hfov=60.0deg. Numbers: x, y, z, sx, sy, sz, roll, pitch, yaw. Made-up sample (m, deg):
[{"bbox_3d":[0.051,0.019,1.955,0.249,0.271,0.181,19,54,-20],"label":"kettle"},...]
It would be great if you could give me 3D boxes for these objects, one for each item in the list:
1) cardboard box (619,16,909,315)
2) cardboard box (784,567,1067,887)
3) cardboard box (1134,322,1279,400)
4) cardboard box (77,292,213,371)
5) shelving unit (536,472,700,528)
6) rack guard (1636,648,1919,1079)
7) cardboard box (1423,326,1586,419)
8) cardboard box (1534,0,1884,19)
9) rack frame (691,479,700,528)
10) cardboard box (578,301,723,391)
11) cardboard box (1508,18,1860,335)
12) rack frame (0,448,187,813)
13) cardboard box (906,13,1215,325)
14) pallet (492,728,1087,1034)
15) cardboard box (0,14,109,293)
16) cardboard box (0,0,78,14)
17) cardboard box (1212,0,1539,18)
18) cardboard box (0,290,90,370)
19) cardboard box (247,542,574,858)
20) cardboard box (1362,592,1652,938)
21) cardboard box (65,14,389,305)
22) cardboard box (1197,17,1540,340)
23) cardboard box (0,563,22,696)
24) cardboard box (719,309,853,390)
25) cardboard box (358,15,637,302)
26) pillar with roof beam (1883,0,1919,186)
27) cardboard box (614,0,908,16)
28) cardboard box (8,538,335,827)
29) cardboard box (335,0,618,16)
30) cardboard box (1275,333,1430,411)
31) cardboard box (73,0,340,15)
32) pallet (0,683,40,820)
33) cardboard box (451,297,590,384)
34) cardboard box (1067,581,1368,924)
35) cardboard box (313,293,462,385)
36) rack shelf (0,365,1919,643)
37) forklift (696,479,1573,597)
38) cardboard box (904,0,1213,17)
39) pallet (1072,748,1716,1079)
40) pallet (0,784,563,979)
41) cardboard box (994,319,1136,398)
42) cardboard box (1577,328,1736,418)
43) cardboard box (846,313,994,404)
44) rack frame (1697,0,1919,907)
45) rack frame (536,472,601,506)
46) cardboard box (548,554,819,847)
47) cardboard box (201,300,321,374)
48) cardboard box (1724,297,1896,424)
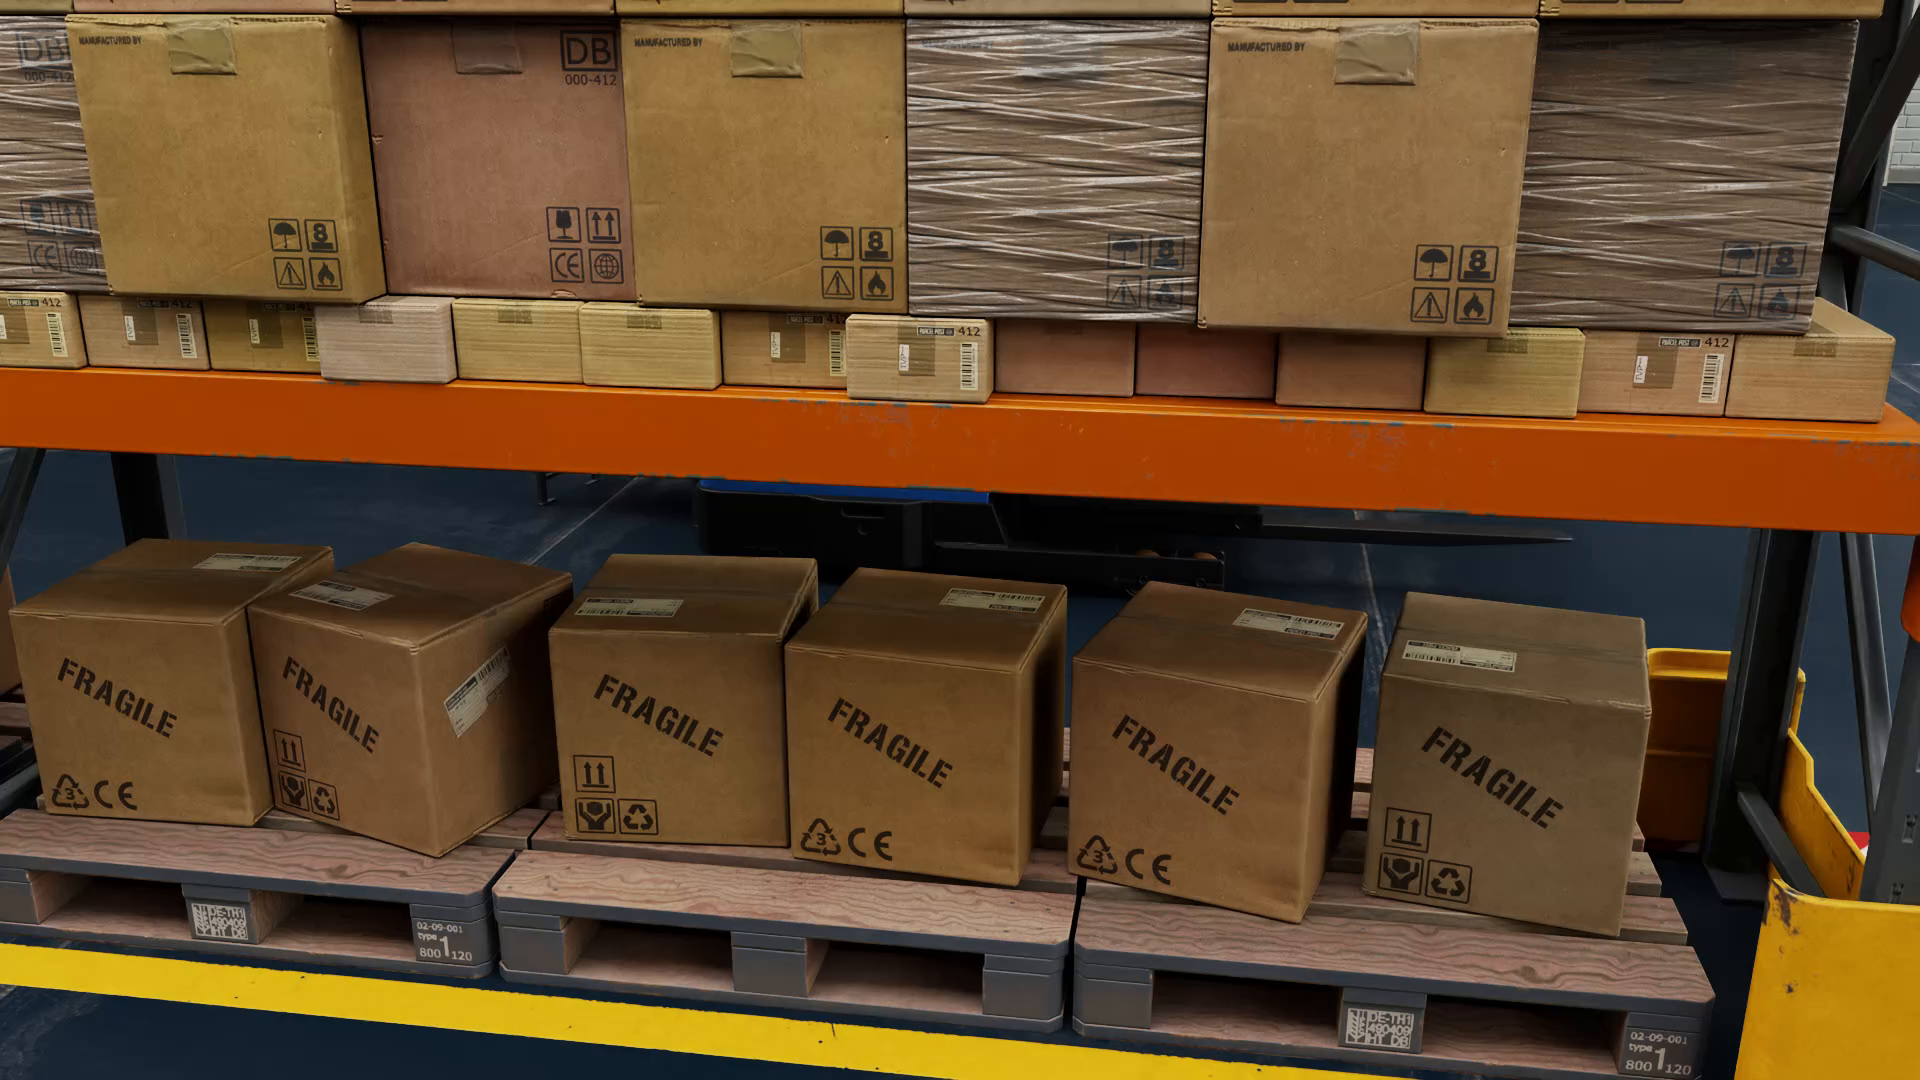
[{"bbox_3d":[-0.266,-0.778,3.276,0.500,0.500,0.875,3,19,9],"label":"cardboard box"},{"bbox_3d":[-0.060,0.394,3.675,0.500,0.500,0.500,5,19,14],"label":"cardboard box"},{"bbox_3d":[0.464,-0.381,3.111,0.250,0.149,0.380,3,19,9],"label":"cardboard box"},{"bbox_3d":[-1.525,-0.455,3.332,0.250,0.149,0.380,3,19,9],"label":"cardboard box"},{"bbox_3d":[-1.279,-0.861,6.514,0.755,1.500,0.431,8,20,22],"label":"shelving unit"},{"bbox_3d":[1.689,0.683,3.474,0.348,0.500,1.175,3,19,9],"label":"rack guard"},{"bbox_3d":[0.948,-0.338,2.983,0.250,0.149,0.380,3,19,9],"label":"cardboard box"},{"bbox_3d":[1.182,-1.111,2.695,0.500,0.500,0.500,3,19,9],"label":"cardboard box"},{"bbox_3d":[-0.943,-0.815,6.376,0.023,1.500,0.400,8,20,22],"label":"rack frame"},{"bbox_3d":[-0.537,-0.404,3.180,0.250,0.149,0.380,3,19,9],"label":"cardboard box"},{"bbox_3d":[1.226,-0.723,3.111,0.500,0.500,0.875,3,19,9],"label":"cardboard box"},{"bbox_3d":[-2.185,-0.700,3.667,0.127,3.000,1.000,3,19,9],"label":"rack frame"},{"bbox_3d":[0.226,-0.750,3.189,0.500,0.500,0.875,3,19,9],"label":"cardboard box"},{"bbox_3d":[-0.308,0.706,3.860,1.213,0.211,1.003,3,19,9],"label":"pallet"},{"bbox_3d":[-1.751,-0.846,3.479,0.500,0.500,0.875,3,19,9],"label":"cardboard box"},{"bbox_3d":[-1.781,-1.260,3.140,0.500,0.500,0.500,3,19,9],"label":"cardboard box"},{"bbox_3d":[0.687,-1.135,2.765,0.500,0.500,0.500,3,19,9],"label":"cardboard box"},{"bbox_3d":[-1.776,-0.459,3.343,0.250,0.149,0.380,3,19,9],"label":"cardboard box"},{"bbox_3d":[-1.230,0.346,3.821,0.500,0.500,0.500,9,21,26],"label":"cardboard box"},{"bbox_3d":[1.150,0.451,3.505,0.500,0.500,0.500,7,20,19],"label":"cardboard box"},{"bbox_3d":[-1.263,-0.810,3.370,0.500,0.500,0.875,3,19,9],"label":"cardboard box"},{"bbox_3d":[0.713,-0.711,3.074,0.500,0.500,0.875,3,19,9],"label":"cardboard box"},{"bbox_3d":[-2.788,0.239,4.107,0.500,0.500,0.700,1,19,4],"label":"cardboard box"},{"bbox_3d":[-0.283,-0.406,3.185,0.250,0.149,0.380,3,19,9],"label":"cardboard box"},{"bbox_3d":[-0.753,-0.816,3.389,0.500,0.500,0.875,3,19,9],"label":"cardboard box"},{"bbox_3d":[8.816,-6.670,12.056,0.400,9.000,9.100,3,19,9],"label":"pillar with roof beam"},{"bbox_3d":[-0.298,-1.188,2.925,0.500,0.500,0.500,3,19,9],"label":"cardboard box"},{"bbox_3d":[-1.797,0.319,3.900,0.500,0.500,0.500,2,19,7],"label":"cardboard box"},{"bbox_3d":[-0.794,-1.210,2.990,0.500,0.500,0.500,3,19,9],"label":"cardboard box"},{"bbox_3d":[0.704,-0.356,3.035,0.250,0.149,0.380,3,19,9],"label":"cardboard box"},{"bbox_3d":[-1.287,-1.235,3.066,0.500,0.500,0.500,3,19,9],"label":"cardboard box"},{"bbox_3d":[-2.954,0.584,4.225,1.213,0.211,1.003,3,19,9],"label":"pallet"},{"bbox_3d":[-0.783,-0.420,3.228,0.250,0.149,0.380,3,19,9],"label":"cardboard box"},{"bbox_3d":[0.555,0.432,3.563,0.500,0.500,0.500,8,20,23],"label":"cardboard box"},{"bbox_3d":[-1.036,-0.420,3.227,0.250,0.149,0.380,3,19,9],"label":"cardboard box"},{"bbox_3d":[-0.210,-0.258,3.481,4.000,0.370,1.077,3,19,9],"label":"rack shelf"},{"bbox_3d":[0.622,-1.359,5.746,3.031,2.935,1.130,3,19,8],"label":"forklift"},{"bbox_3d":[0.194,-1.161,2.843,0.500,0.500,0.500,3,19,9],"label":"cardboard box"},{"bbox_3d":[0.893,0.768,3.675,1.213,0.211,1.003,3,19,9],"label":"pallet"},{"bbox_3d":[-1.516,0.645,4.042,1.213,0.211,1.003,3,19,9],"label":"pallet"},{"bbox_3d":[0.213,-0.387,3.128,0.250,0.149,0.380,3,19,9],"label":"cardboard box"},{"bbox_3d":[1.203,-0.342,2.993,0.250,0.149,0.380,3,19,9],"label":"cardboard box"},{"bbox_3d":[-0.048,-0.372,3.082,0.250,0.149,0.380,3,19,9],"label":"cardboard box"},{"bbox_3d":[1.764,-0.498,3.066,0.127,3.000,1.000,3,19,9],"label":"rack frame"},{"bbox_3d":[-1.615,-0.907,6.651,0.023,1.500,0.400,8,20,22],"label":"rack frame"},{"bbox_3d":[-0.604,0.352,3.801,0.500,0.500,0.500,1,19,4],"label":"cardboard box"},{"bbox_3d":[-1.276,-0.445,3.303,0.250,0.149,0.380,3,19,9],"label":"cardboard box"},{"bbox_3d":[1.450,-0.329,2.955,0.250,0.149,0.380,3,19,9],"label":"cardboard box"}]
